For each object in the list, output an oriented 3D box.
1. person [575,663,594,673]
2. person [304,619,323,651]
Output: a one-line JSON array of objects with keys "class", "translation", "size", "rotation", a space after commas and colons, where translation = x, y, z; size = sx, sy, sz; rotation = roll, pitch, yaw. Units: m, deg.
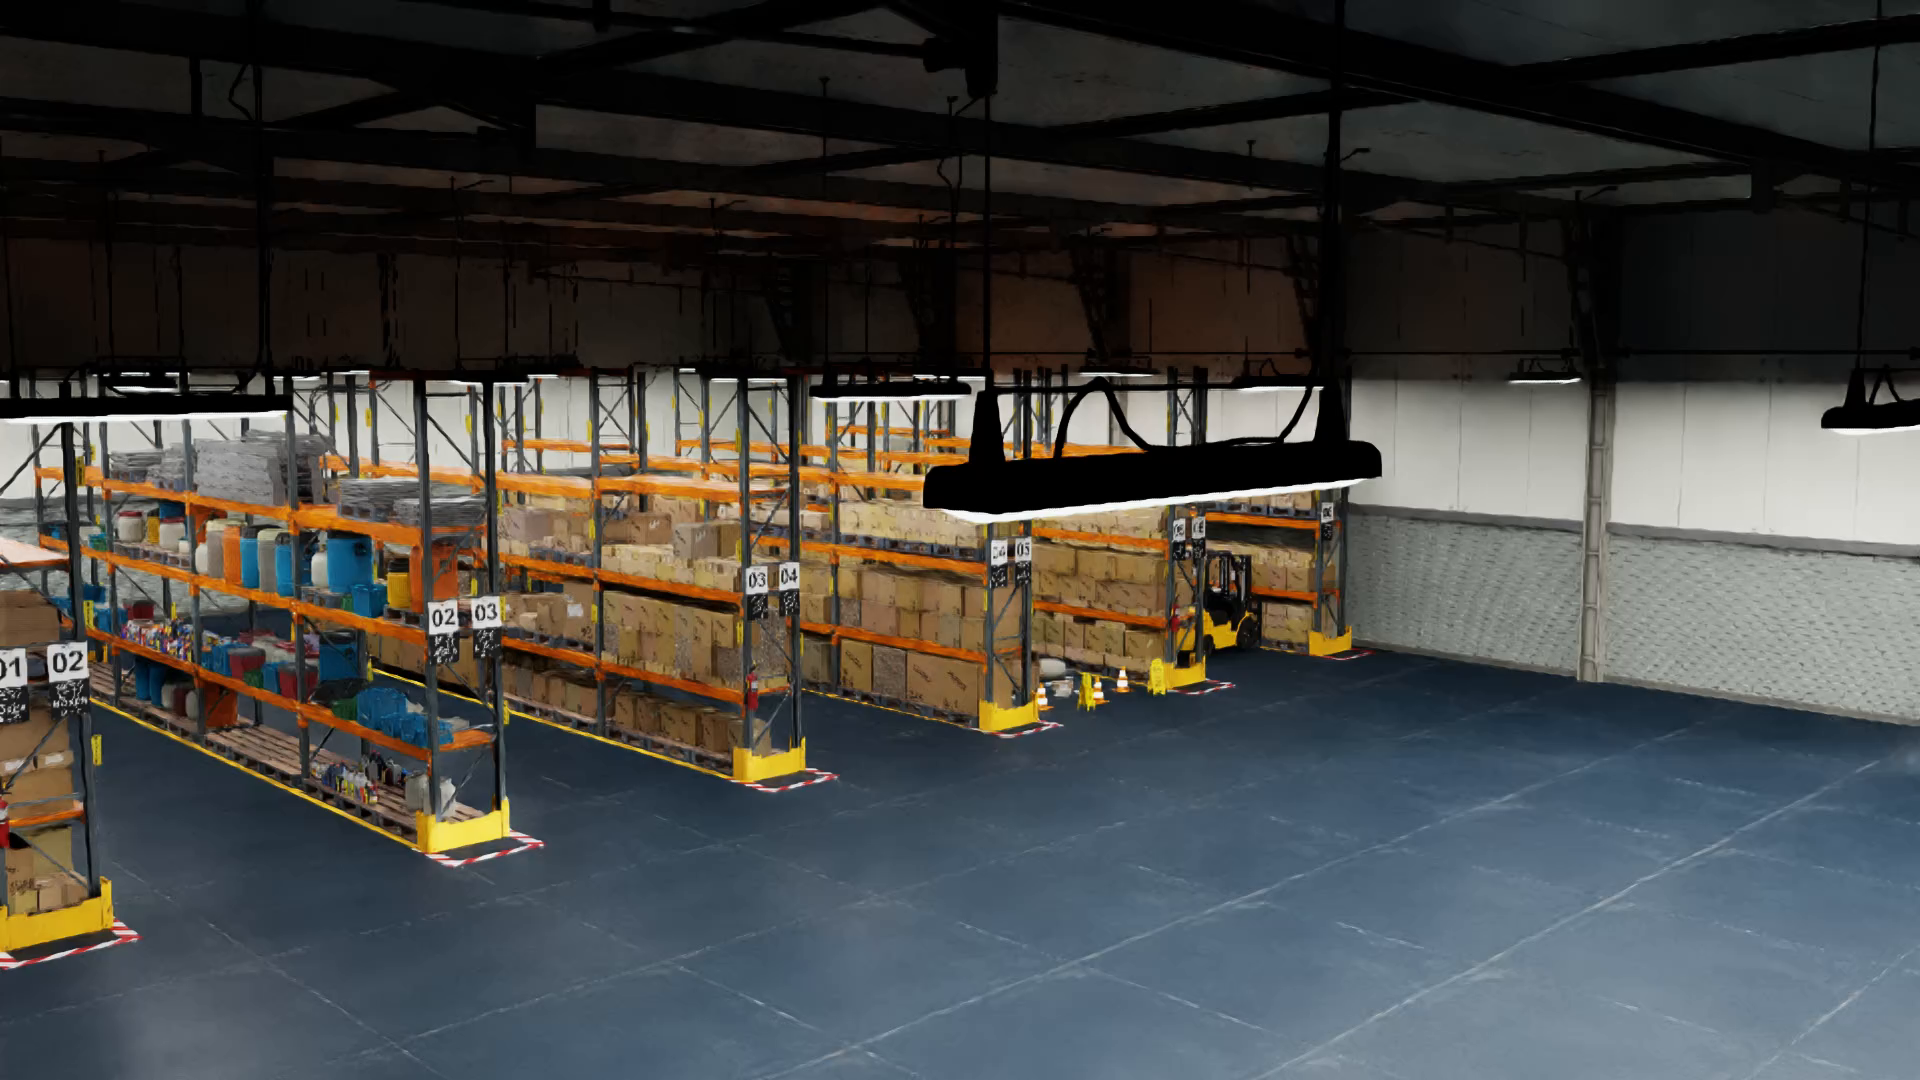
[{"class": "person", "translation": [-7.337, 1.763, 32.542], "size": [0.598, 1.782, 0.463], "rotation": [2, 7, 21]}, {"class": "person", "translation": [-11.545, 2.193, 29.755], "size": [0.517, 1.596, 0.625], "rotation": [6, 9, 44]}]
